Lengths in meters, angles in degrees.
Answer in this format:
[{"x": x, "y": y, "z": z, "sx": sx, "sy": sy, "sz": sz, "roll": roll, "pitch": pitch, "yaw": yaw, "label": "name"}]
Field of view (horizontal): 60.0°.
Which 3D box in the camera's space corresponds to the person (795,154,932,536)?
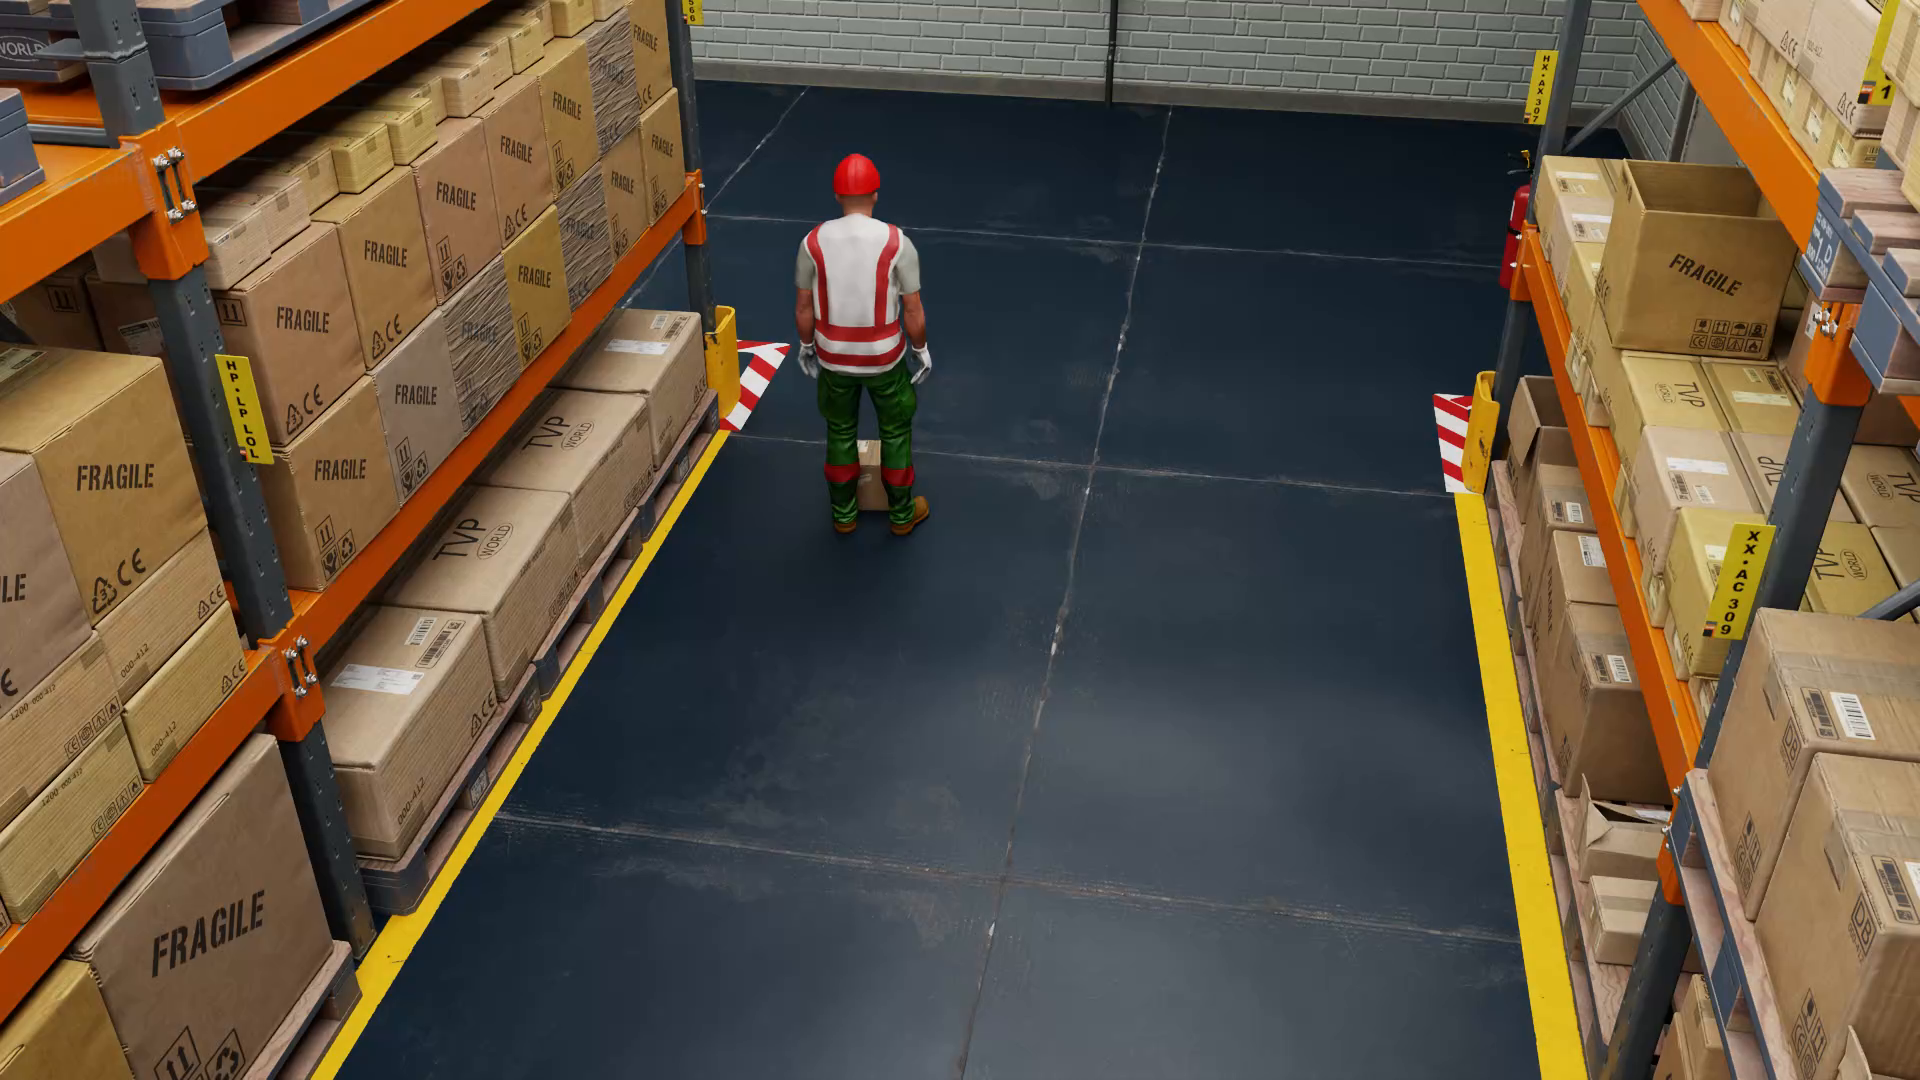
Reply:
[{"x": -0.430, "y": -0.842, "z": 7.464, "sx": 0.607, "sy": 1.779, "sz": 0.451, "roll": 4, "pitch": 32, "yaw": 6, "label": "person"}]
